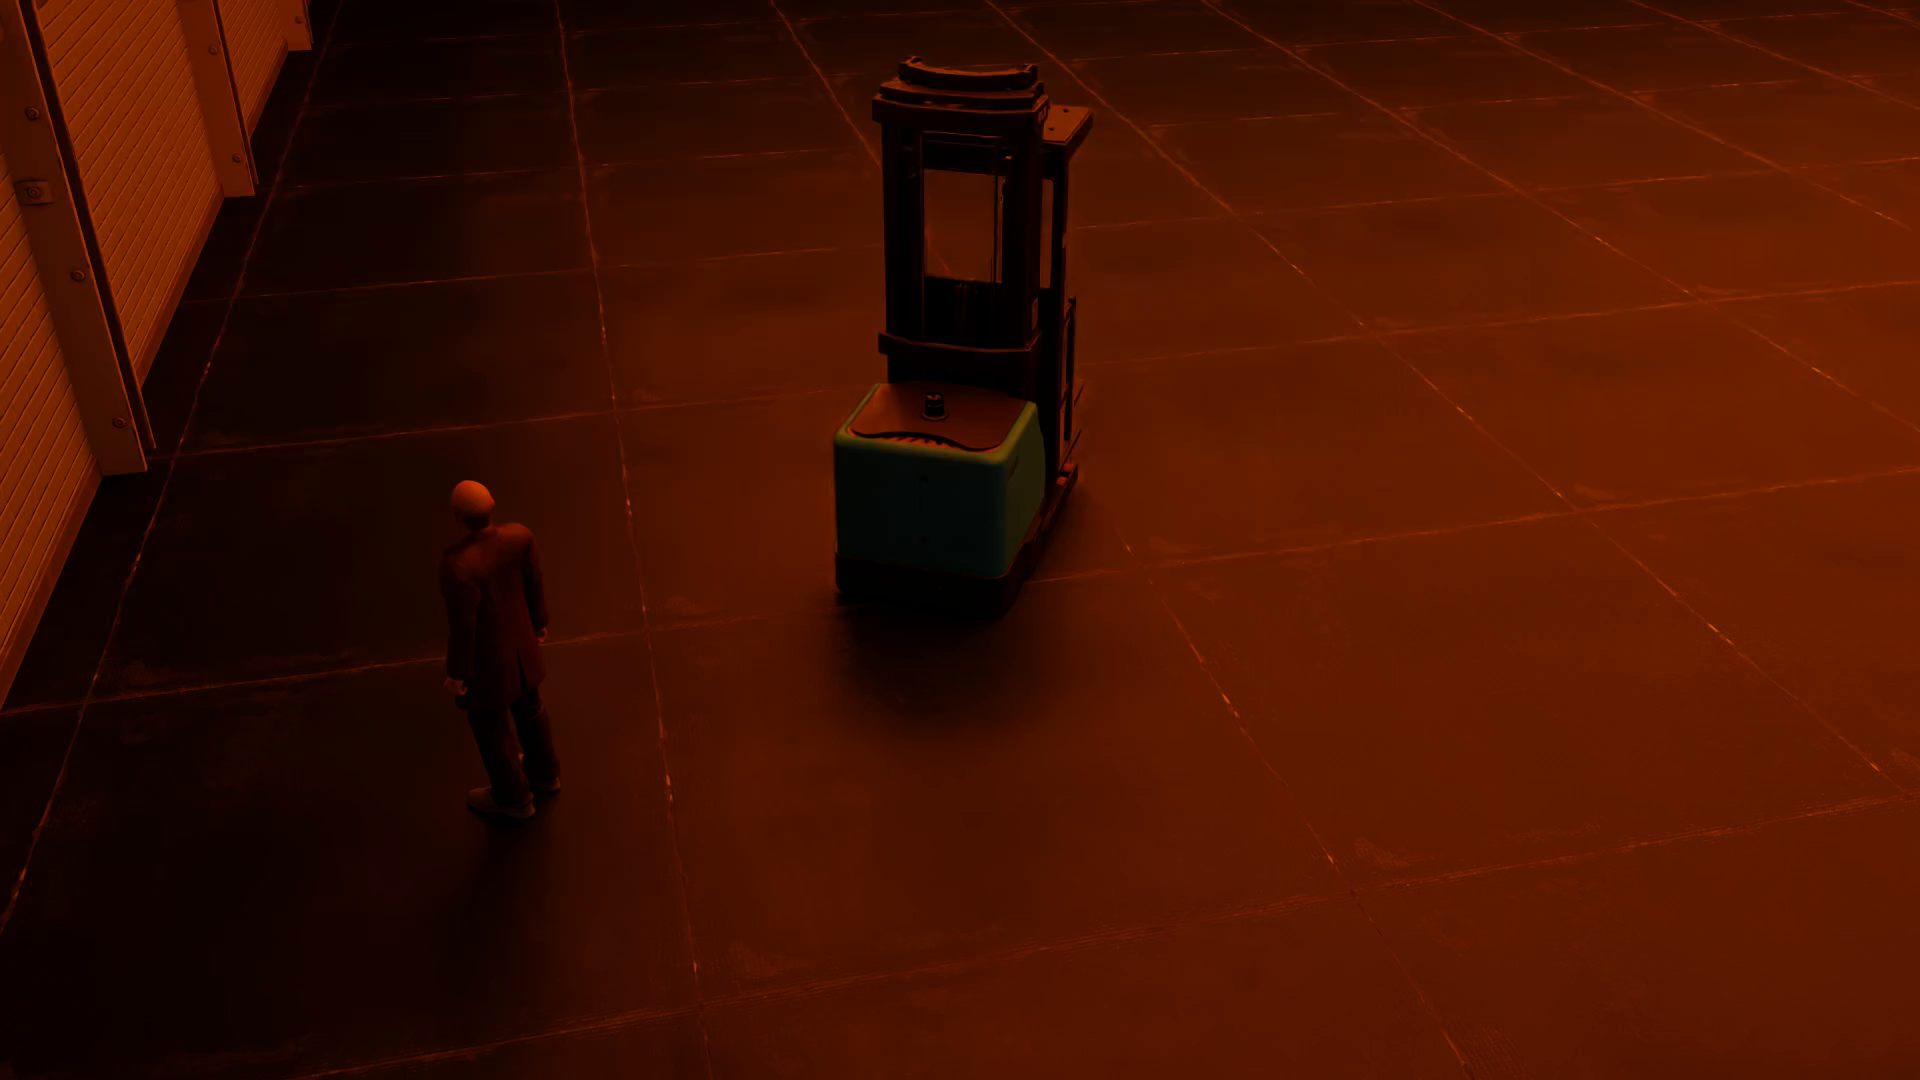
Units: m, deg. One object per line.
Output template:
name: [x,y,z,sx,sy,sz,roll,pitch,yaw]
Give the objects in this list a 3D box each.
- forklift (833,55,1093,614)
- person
forklift: [0.159,-1.565,10.279,1.130,2.935,3.031,8,31,14]
person: [-2.222,0.502,7.855,0.405,1.783,0.612,17,34,27]
